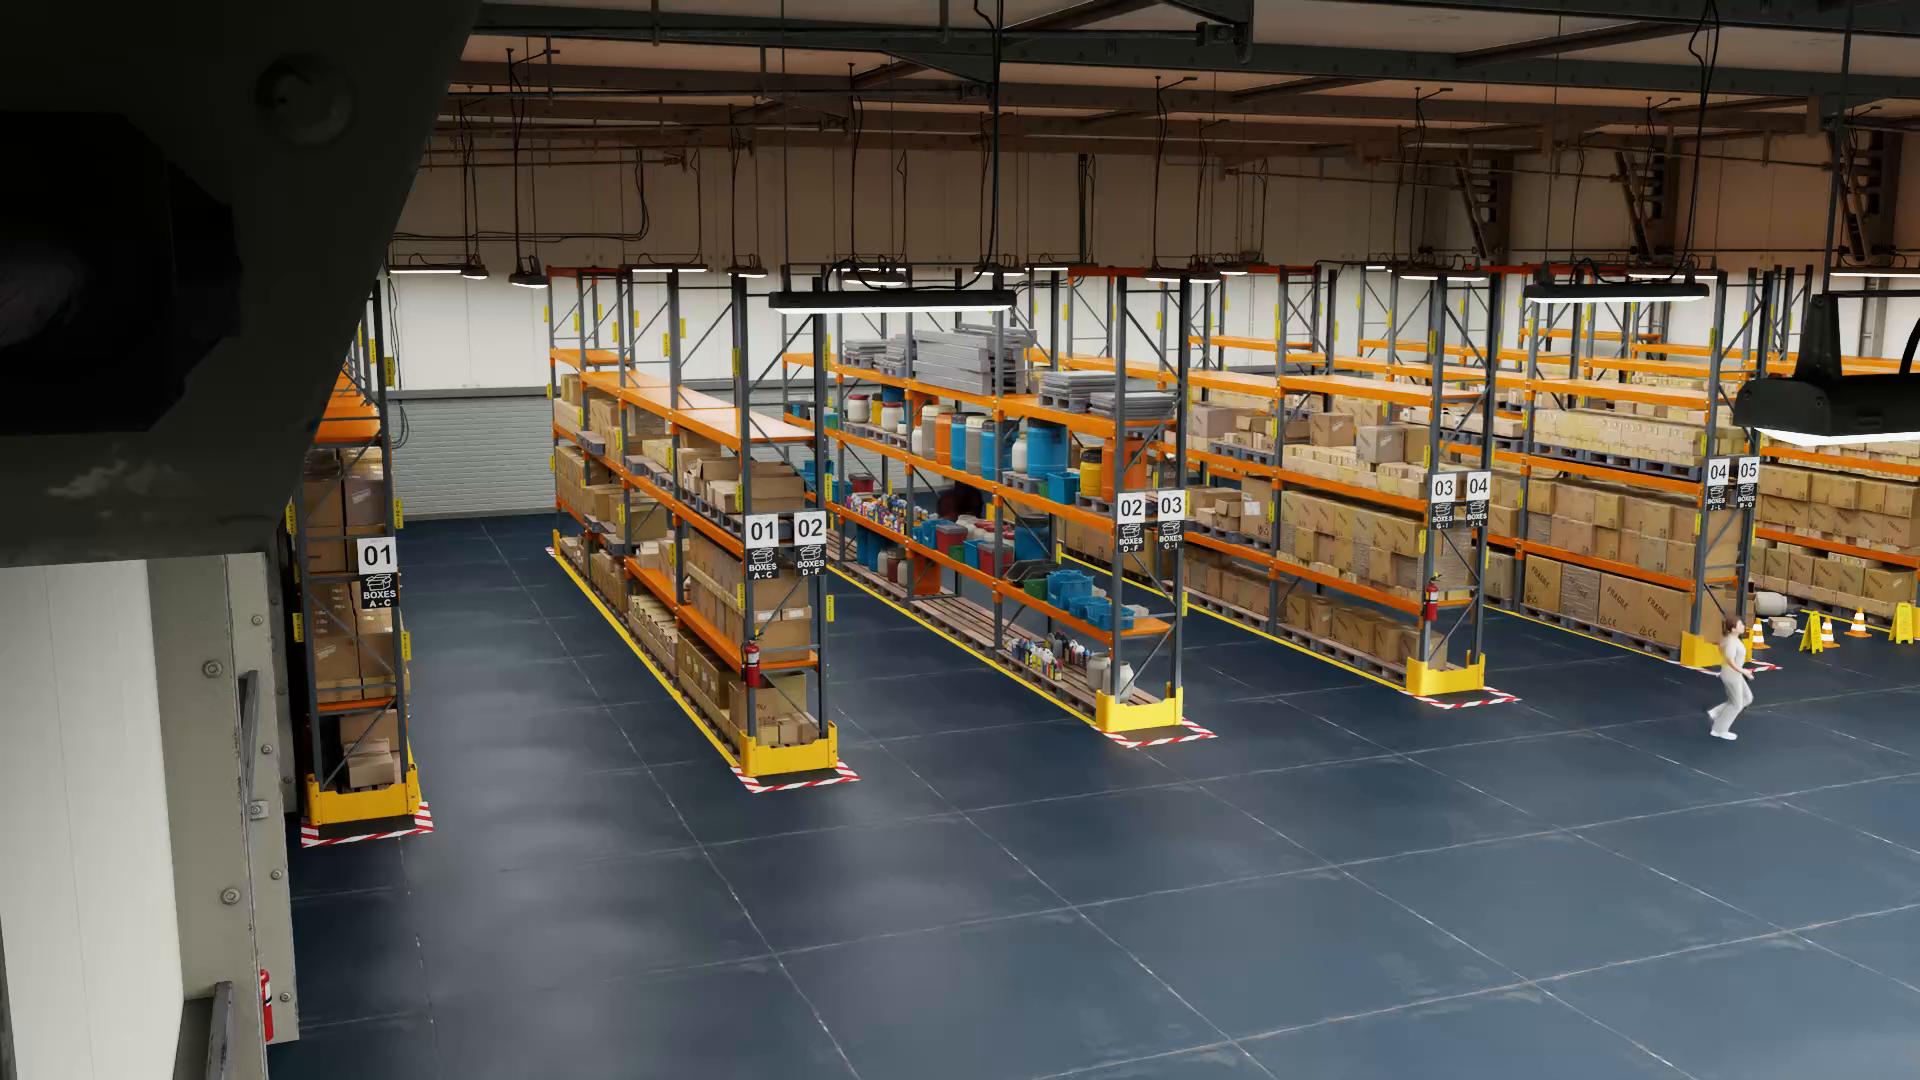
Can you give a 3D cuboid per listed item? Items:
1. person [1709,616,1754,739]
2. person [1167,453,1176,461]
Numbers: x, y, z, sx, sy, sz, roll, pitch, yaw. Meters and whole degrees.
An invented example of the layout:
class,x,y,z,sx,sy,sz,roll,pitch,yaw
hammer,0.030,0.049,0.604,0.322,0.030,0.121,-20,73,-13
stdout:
class,x,y,z,sx,sy,sz,roll,pitch,yaw
person,10.097,1.791,21.716,0.521,1.631,0.574,4,11,22
person,4.909,-1.143,38.172,0.689,1.730,0.736,-3,10,-15
